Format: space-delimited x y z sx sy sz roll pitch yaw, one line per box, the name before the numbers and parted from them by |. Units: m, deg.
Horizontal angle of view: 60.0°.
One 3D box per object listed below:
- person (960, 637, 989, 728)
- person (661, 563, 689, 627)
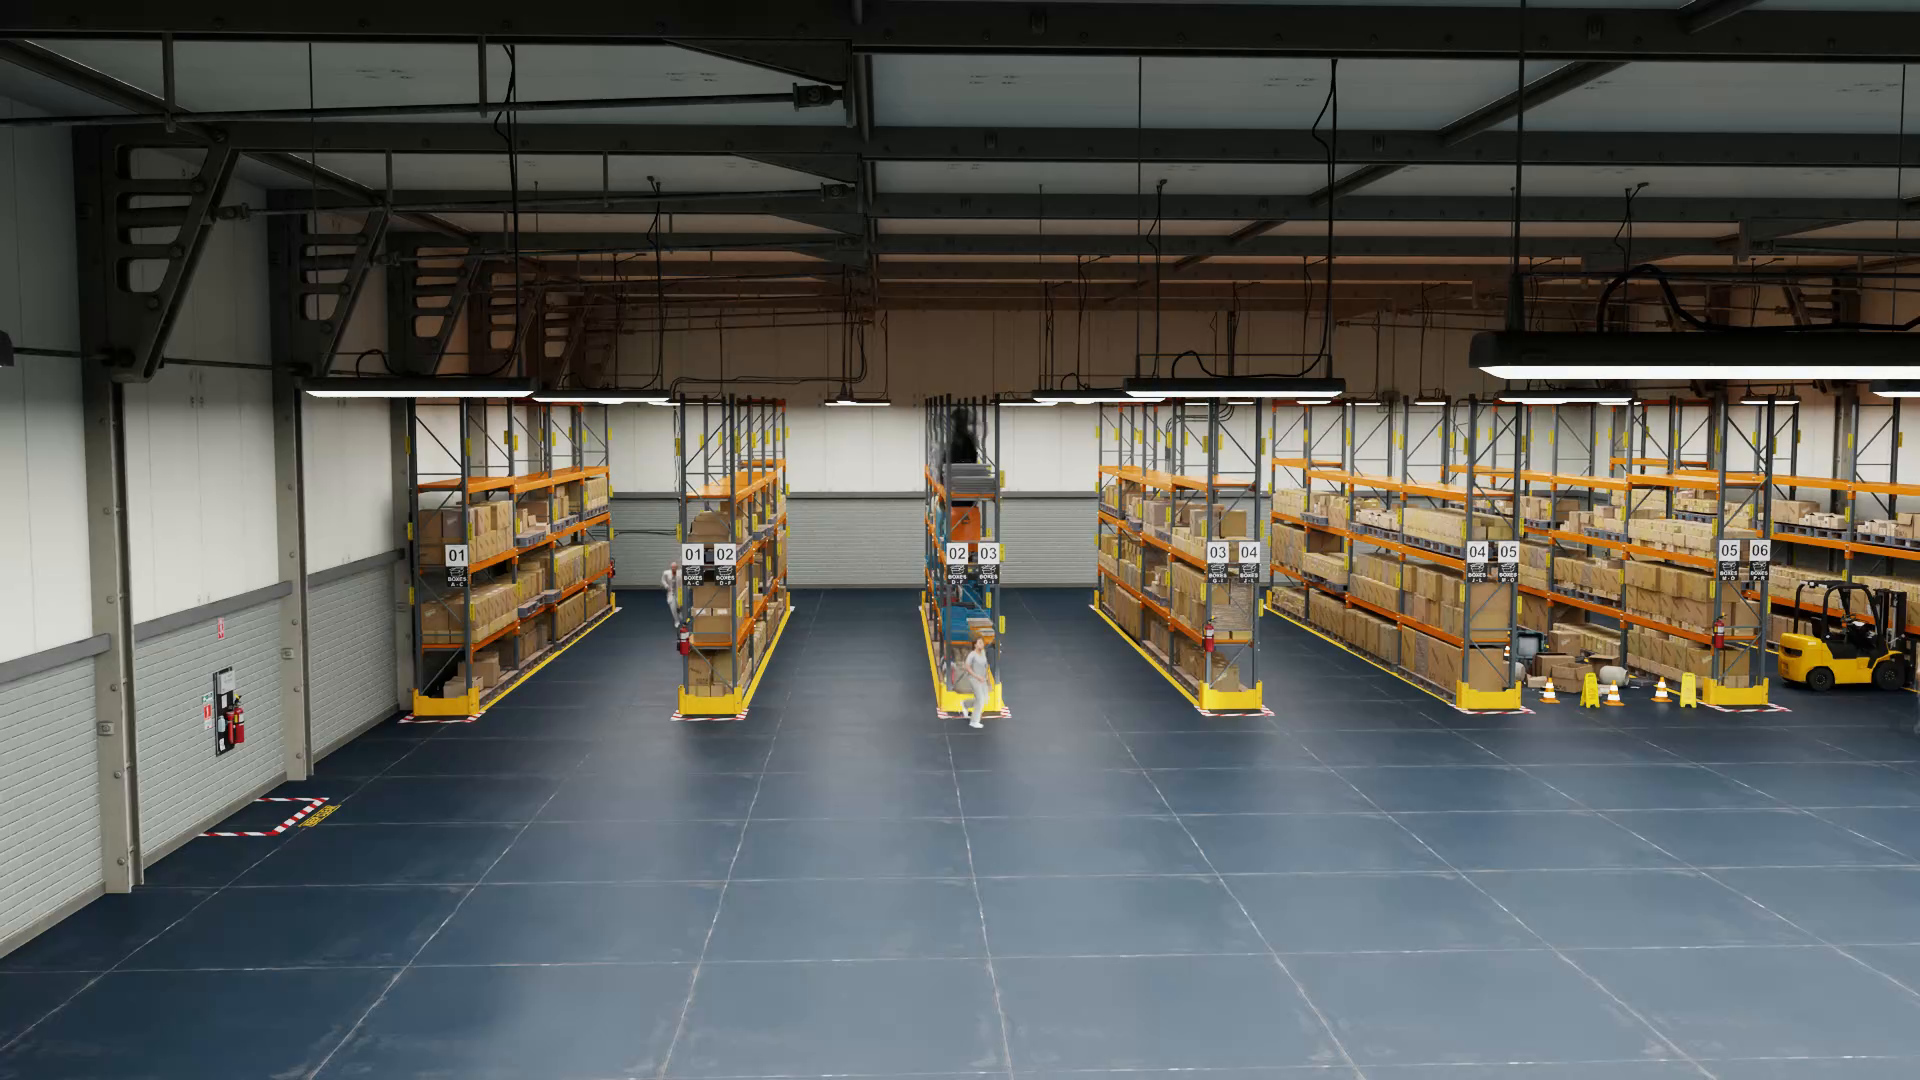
person | 0.274 2.549 30.023 0.643 1.647 0.584 4 6 40
person | -7.483 1.482 43.768 0.703 1.615 0.796 0 5 2
